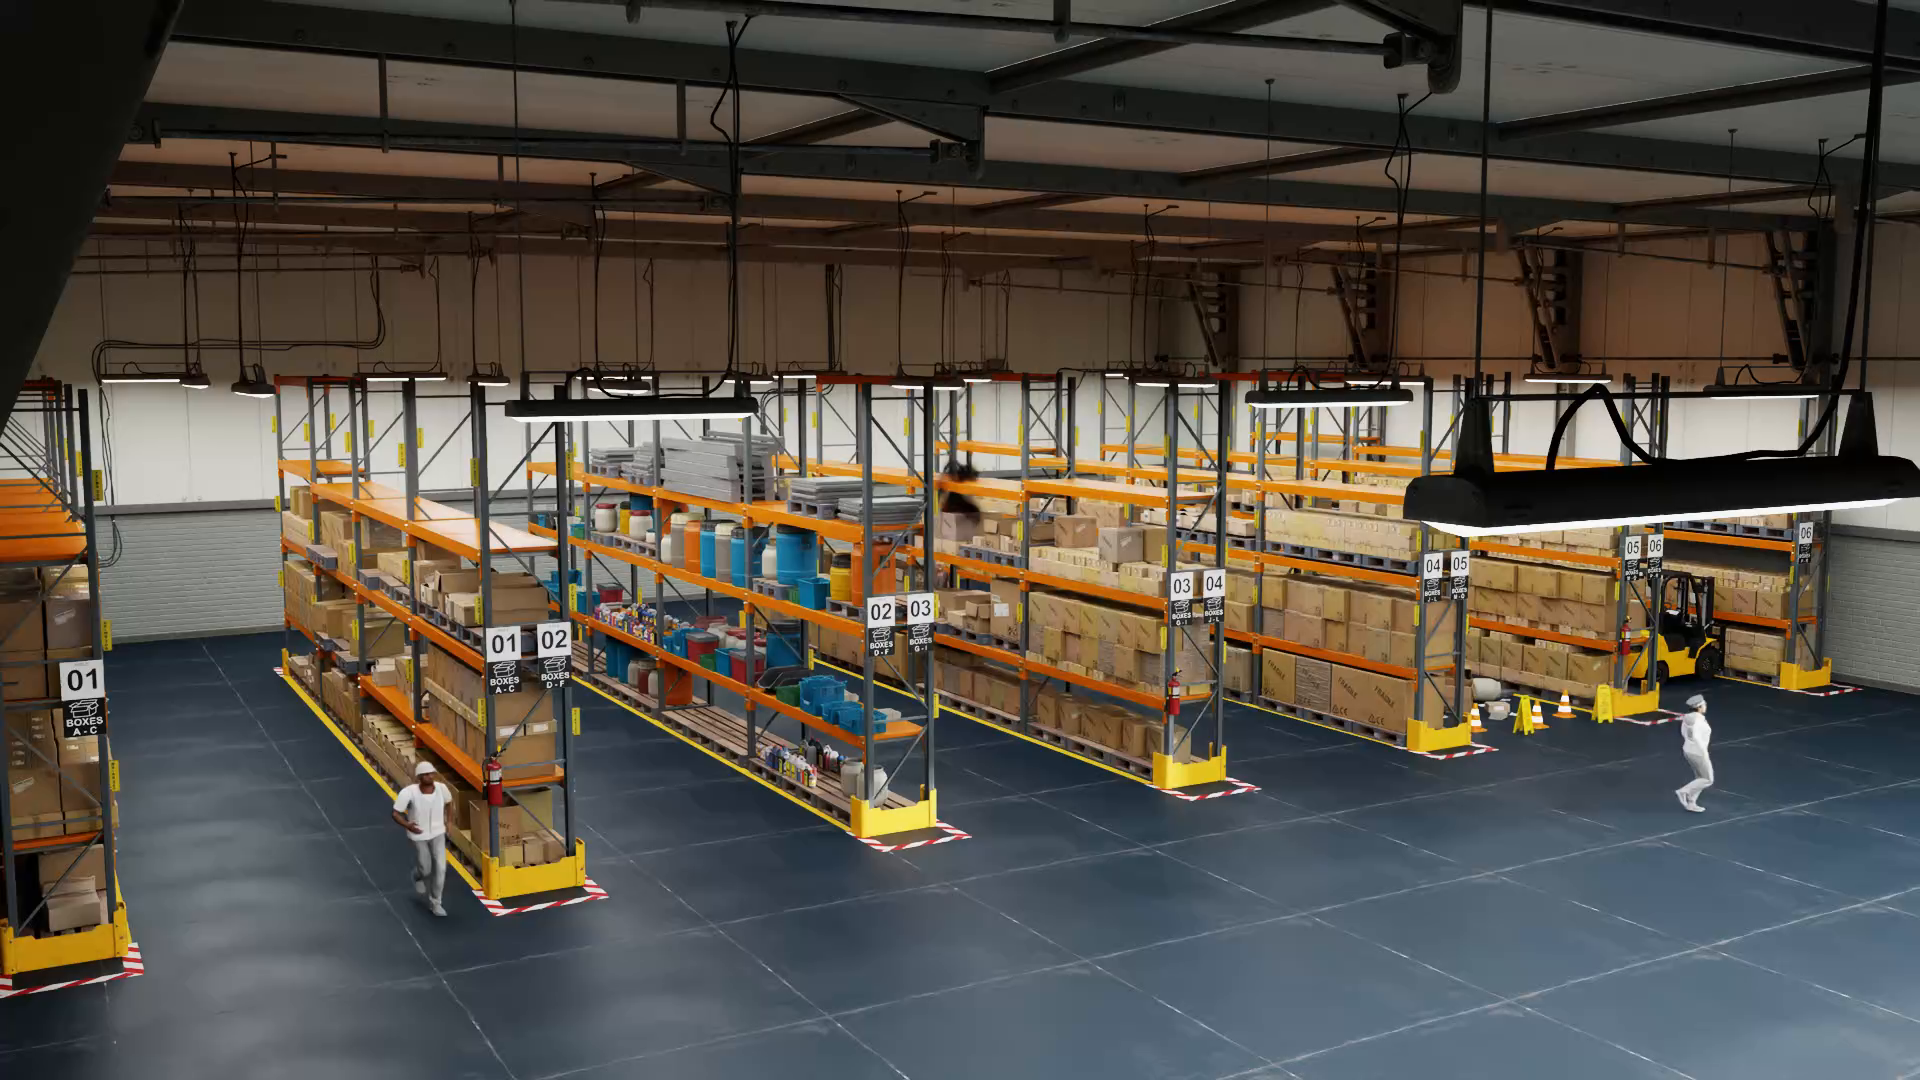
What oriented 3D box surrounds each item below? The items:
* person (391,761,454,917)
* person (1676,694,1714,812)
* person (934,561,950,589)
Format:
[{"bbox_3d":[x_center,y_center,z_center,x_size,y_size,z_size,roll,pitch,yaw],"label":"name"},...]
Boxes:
[{"bbox_3d":[-6.130,3.394,19.089,0.741,1.754,0.766,-5,8,-36],"label":"person"},{"bbox_3d":[10.248,2.977,23.210,0.502,1.664,0.628,0,6,3],"label":"person"},{"bbox_3d":[-0.497,1.335,37.834,0.717,1.770,0.843,-3,7,-24],"label":"person"}]
